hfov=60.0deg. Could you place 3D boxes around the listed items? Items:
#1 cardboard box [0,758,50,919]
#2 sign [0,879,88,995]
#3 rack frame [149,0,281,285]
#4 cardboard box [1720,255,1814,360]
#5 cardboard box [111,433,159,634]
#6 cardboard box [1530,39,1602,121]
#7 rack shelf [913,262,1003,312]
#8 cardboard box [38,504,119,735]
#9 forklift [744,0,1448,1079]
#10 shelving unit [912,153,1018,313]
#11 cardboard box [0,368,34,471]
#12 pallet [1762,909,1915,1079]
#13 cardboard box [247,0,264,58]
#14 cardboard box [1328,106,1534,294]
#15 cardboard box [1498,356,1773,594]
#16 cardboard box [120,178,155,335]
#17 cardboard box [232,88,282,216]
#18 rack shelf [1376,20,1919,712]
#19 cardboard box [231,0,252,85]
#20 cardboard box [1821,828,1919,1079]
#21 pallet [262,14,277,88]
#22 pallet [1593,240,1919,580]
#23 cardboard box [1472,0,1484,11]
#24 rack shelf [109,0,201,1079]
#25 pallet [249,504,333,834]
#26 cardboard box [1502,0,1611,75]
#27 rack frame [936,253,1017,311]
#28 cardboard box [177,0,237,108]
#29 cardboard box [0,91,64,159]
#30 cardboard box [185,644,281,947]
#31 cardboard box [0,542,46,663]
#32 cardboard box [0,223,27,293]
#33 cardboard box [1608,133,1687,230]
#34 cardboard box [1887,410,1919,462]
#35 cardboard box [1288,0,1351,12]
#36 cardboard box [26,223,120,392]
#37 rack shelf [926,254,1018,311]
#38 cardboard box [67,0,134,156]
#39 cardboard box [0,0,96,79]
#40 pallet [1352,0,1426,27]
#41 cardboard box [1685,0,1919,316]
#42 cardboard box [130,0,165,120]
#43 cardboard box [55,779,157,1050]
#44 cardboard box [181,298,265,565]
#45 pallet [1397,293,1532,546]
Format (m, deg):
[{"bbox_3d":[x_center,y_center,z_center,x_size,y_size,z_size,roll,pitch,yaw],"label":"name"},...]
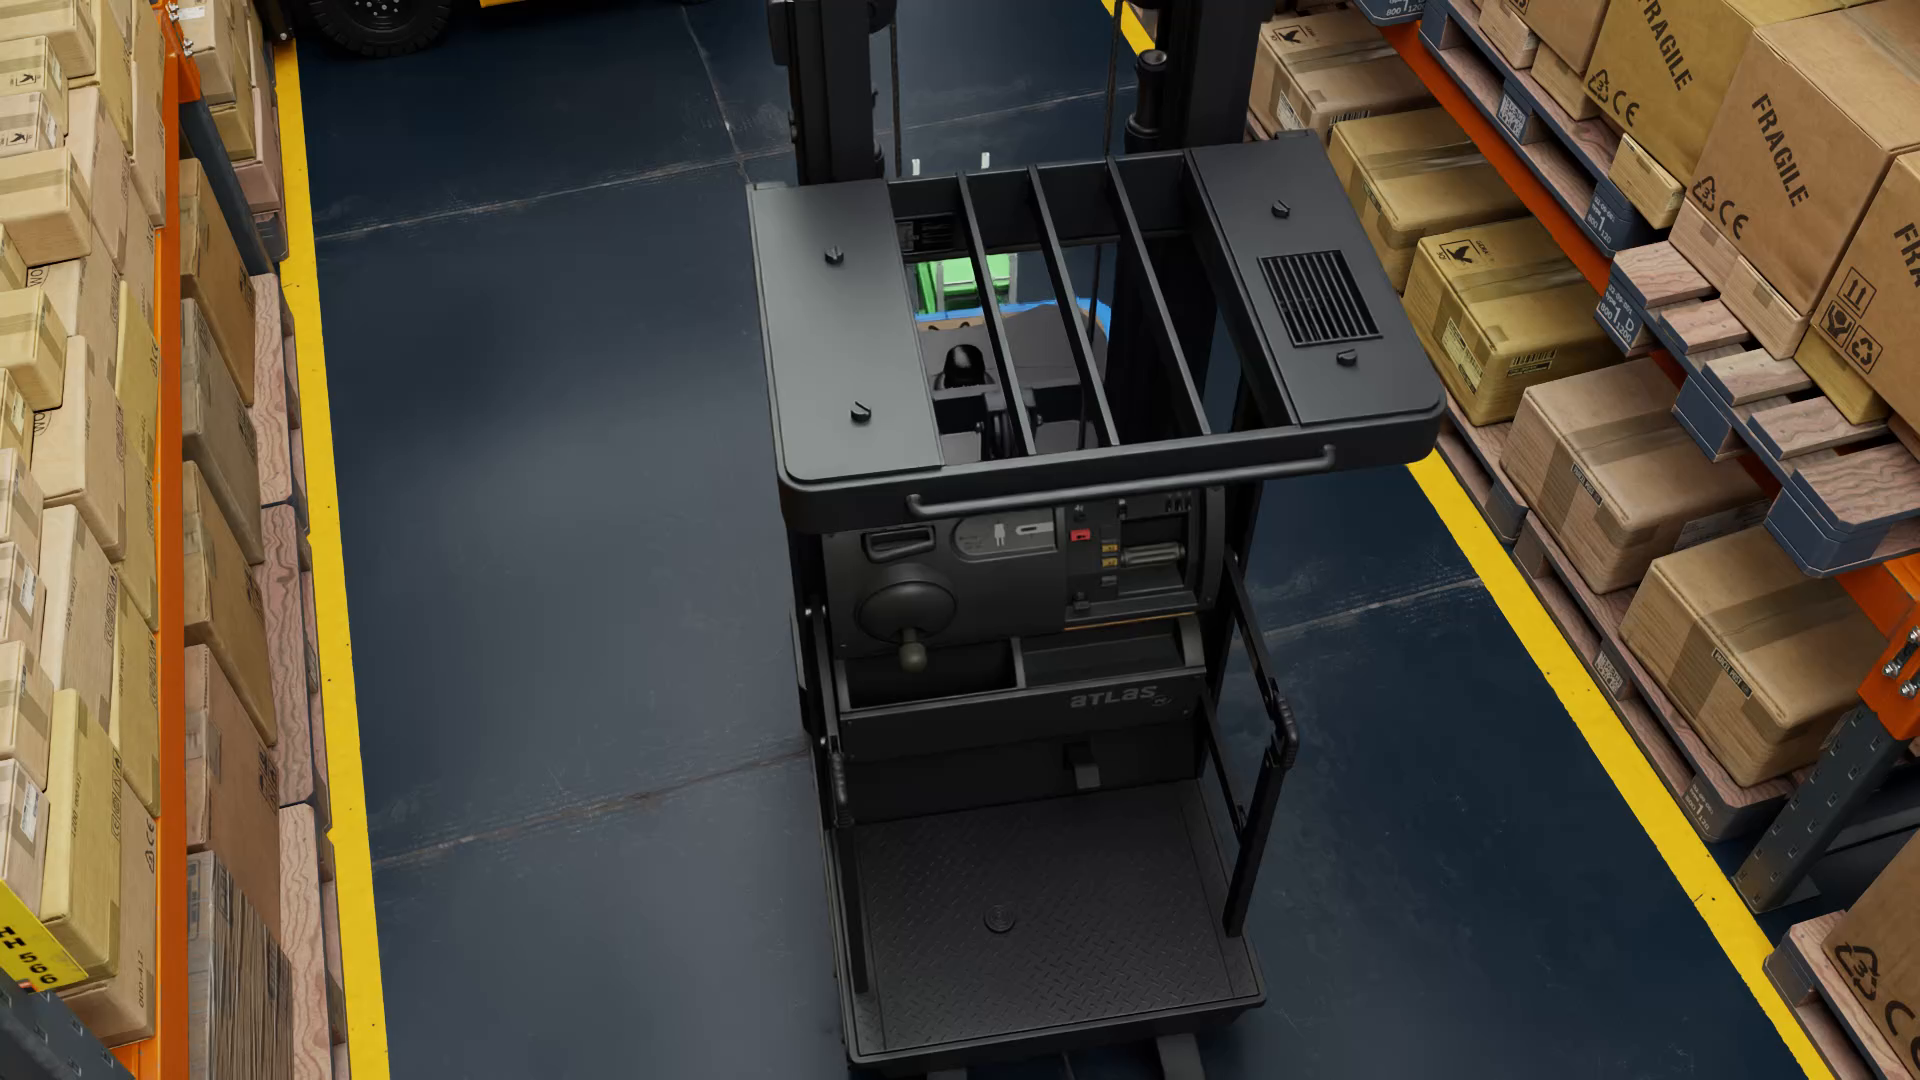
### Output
[{"bbox_3d":[-1.789,0.552,2.833,0.380,0.149,0.250,-12,51,-10],"label":"cardboard box"},{"bbox_3d":[-1.460,0.616,2.563,0.100,0.325,0.005,-13,51,-11],"label":"sign"},{"bbox_3d":[-3.159,-1.828,5.329,1.000,3.000,0.127,-13,51,-11],"label":"rack frame"},{"bbox_3d":[2.177,-0.626,4.205,0.380,0.149,0.250,-14,51,-11],"label":"cardboard box"},{"bbox_3d":[-2.177,0.019,3.870,0.500,0.250,0.500,-15,51,-12],"label":"cardboard box"},{"bbox_3d":[1.909,-1.386,4.846,0.380,0.149,0.250,-15,51,-12],"label":"cardboard box"},{"bbox_3d":[0.010,-0.735,5.355,0.258,0.148,0.480,-7,50,-6],"label":"rack shelf"},{"bbox_3d":[-2.021,0.235,3.361,0.500,0.250,0.500,-12,51,-10],"label":"cardboard box"},{"bbox_3d":[0.187,0.177,3.684,1.130,2.935,3.031,-7,50,-6],"label":"forklift"},{"bbox_3d":[0.010,-0.621,5.489,0.258,1.200,0.503,-7,50,-6],"label":"shelving unit"},{"bbox_3d":[-2.162,-0.189,3.458,0.380,0.149,0.250,-13,51,-11],"label":"cardboard box"},{"bbox_3d":[2.926,1.460,4.381,1.003,0.211,1.213,-13,51,-11],"label":"pallet"},{"bbox_3d":[-3.317,-2.245,7.204,0.500,0.250,0.500,-13,51,-10],"label":"cardboard box"},{"bbox_3d":[1.955,-1.335,6.357,0.950,0.372,0.625,-10,51,-9],"label":"cardboard box"},{"bbox_3d":[2.381,-0.272,5.462,0.950,0.372,0.625,-14,51,-12],"label":"cardboard box"},{"bbox_3d":[-2.488,-0.736,4.506,0.500,0.250,0.500,-13,51,-11],"label":"cardboard box"},{"bbox_3d":[-2.986,-1.506,6.581,0.500,0.250,0.500,-13,51,-11],"label":"cardboard box"},{"bbox_3d":[2.173,-1.261,5.321,1.077,0.370,4.000,-13,51,-11],"label":"rack shelf"},{"bbox_3d":[-3.158,-2.029,6.695,0.500,0.250,0.500,-14,51,-11],"label":"cardboard box"},{"bbox_3d":[2.889,1.041,4.026,0.875,0.875,0.875,-14,51,-11],"label":"cardboard box"},{"bbox_3d":[-3.719,-2.413,7.646,1.003,0.211,1.213,-13,51,-11],"label":"pallet"},{"bbox_3d":[2.452,-0.466,4.307,1.213,0.211,1.003,-13,51,-11],"label":"pallet"},{"bbox_3d":[1.773,-1.780,5.178,0.380,0.149,0.250,-13,51,-11],"label":"cardboard box"},{"bbox_3d":[-2.567,-0.136,4.373,1.077,0.370,4.000,-13,51,-11],"label":"rack shelf"},{"bbox_3d":[-2.539,0.492,5.197,1.003,0.211,1.213,-13,51,-11],"label":"pallet"},{"bbox_3d":[1.890,-1.707,4.692,0.500,0.500,0.500,-15,52,-12],"label":"cardboard box"},{"bbox_3d":[0.048,-0.437,5.334,0.240,1.200,0.015,-7,50,-6],"label":"rack frame"},{"bbox_3d":[-3.002,-1.824,6.196,0.500,0.250,0.500,-14,51,-12],"label":"cardboard box"},{"bbox_3d":[-2.440,-0.944,4.094,0.380,0.149,0.250,-13,51,-11],"label":"cardboard box"},{"bbox_3d":[-2.348,0.789,4.401,0.875,0.625,0.625,-12,51,-10],"label":"cardboard box"},{"bbox_3d":[-1.970,0.176,3.150,0.380,0.149,0.250,-12,51,-10],"label":"cardboard box"},{"bbox_3d":[-2.350,-0.556,3.767,0.380,0.149,0.250,-13,51,-11],"label":"cardboard box"},{"bbox_3d":[2.016,-1.009,4.529,0.380,0.149,0.250,-13,51,-10],"label":"cardboard box"},{"bbox_3d":[2.443,-0.272,3.907,0.380,0.149,0.250,-12,51,-10],"label":"cardboard box"},{"bbox_3d":[1.665,-2.694,7.583,0.500,0.250,0.500,-15,52,-13],"label":"cardboard box"},{"bbox_3d":[-2.334,-0.519,3.996,0.500,0.250,0.500,-13,51,-10],"label":"cardboard box"},{"bbox_3d":[0.010,-0.890,5.171,0.258,0.148,0.480,-7,50,-6],"label":"rack shelf"},{"bbox_3d":[-2.610,-1.266,4.627,0.500,0.250,0.500,-15,51,-12],"label":"cardboard box"},{"bbox_3d":[-2.526,-1.333,4.422,0.380,0.149,0.250,-15,51,-12],"label":"cardboard box"},{"bbox_3d":[1.669,-2.300,5.853,1.003,0.211,1.213,-13,51,-11],"label":"pallet"},{"bbox_3d":[2.201,-0.940,4.046,0.500,0.500,0.500,-14,51,-12],"label":"cardboard box"},{"bbox_3d":[-2.760,-1.471,5.126,0.500,0.250,0.500,-12,51,-10],"label":"cardboard box"},{"bbox_3d":[-1.874,0.762,3.244,0.500,0.250,0.500,-13,51,-11],"label":"cardboard box"},{"bbox_3d":[-2.772,-0.251,5.278,0.875,0.625,0.625,-14,51,-11],"label":"cardboard box"},{"bbox_3d":[2.178,-0.594,6.112,1.003,0.211,1.213,-13,51,-11],"label":"pallet"}]
